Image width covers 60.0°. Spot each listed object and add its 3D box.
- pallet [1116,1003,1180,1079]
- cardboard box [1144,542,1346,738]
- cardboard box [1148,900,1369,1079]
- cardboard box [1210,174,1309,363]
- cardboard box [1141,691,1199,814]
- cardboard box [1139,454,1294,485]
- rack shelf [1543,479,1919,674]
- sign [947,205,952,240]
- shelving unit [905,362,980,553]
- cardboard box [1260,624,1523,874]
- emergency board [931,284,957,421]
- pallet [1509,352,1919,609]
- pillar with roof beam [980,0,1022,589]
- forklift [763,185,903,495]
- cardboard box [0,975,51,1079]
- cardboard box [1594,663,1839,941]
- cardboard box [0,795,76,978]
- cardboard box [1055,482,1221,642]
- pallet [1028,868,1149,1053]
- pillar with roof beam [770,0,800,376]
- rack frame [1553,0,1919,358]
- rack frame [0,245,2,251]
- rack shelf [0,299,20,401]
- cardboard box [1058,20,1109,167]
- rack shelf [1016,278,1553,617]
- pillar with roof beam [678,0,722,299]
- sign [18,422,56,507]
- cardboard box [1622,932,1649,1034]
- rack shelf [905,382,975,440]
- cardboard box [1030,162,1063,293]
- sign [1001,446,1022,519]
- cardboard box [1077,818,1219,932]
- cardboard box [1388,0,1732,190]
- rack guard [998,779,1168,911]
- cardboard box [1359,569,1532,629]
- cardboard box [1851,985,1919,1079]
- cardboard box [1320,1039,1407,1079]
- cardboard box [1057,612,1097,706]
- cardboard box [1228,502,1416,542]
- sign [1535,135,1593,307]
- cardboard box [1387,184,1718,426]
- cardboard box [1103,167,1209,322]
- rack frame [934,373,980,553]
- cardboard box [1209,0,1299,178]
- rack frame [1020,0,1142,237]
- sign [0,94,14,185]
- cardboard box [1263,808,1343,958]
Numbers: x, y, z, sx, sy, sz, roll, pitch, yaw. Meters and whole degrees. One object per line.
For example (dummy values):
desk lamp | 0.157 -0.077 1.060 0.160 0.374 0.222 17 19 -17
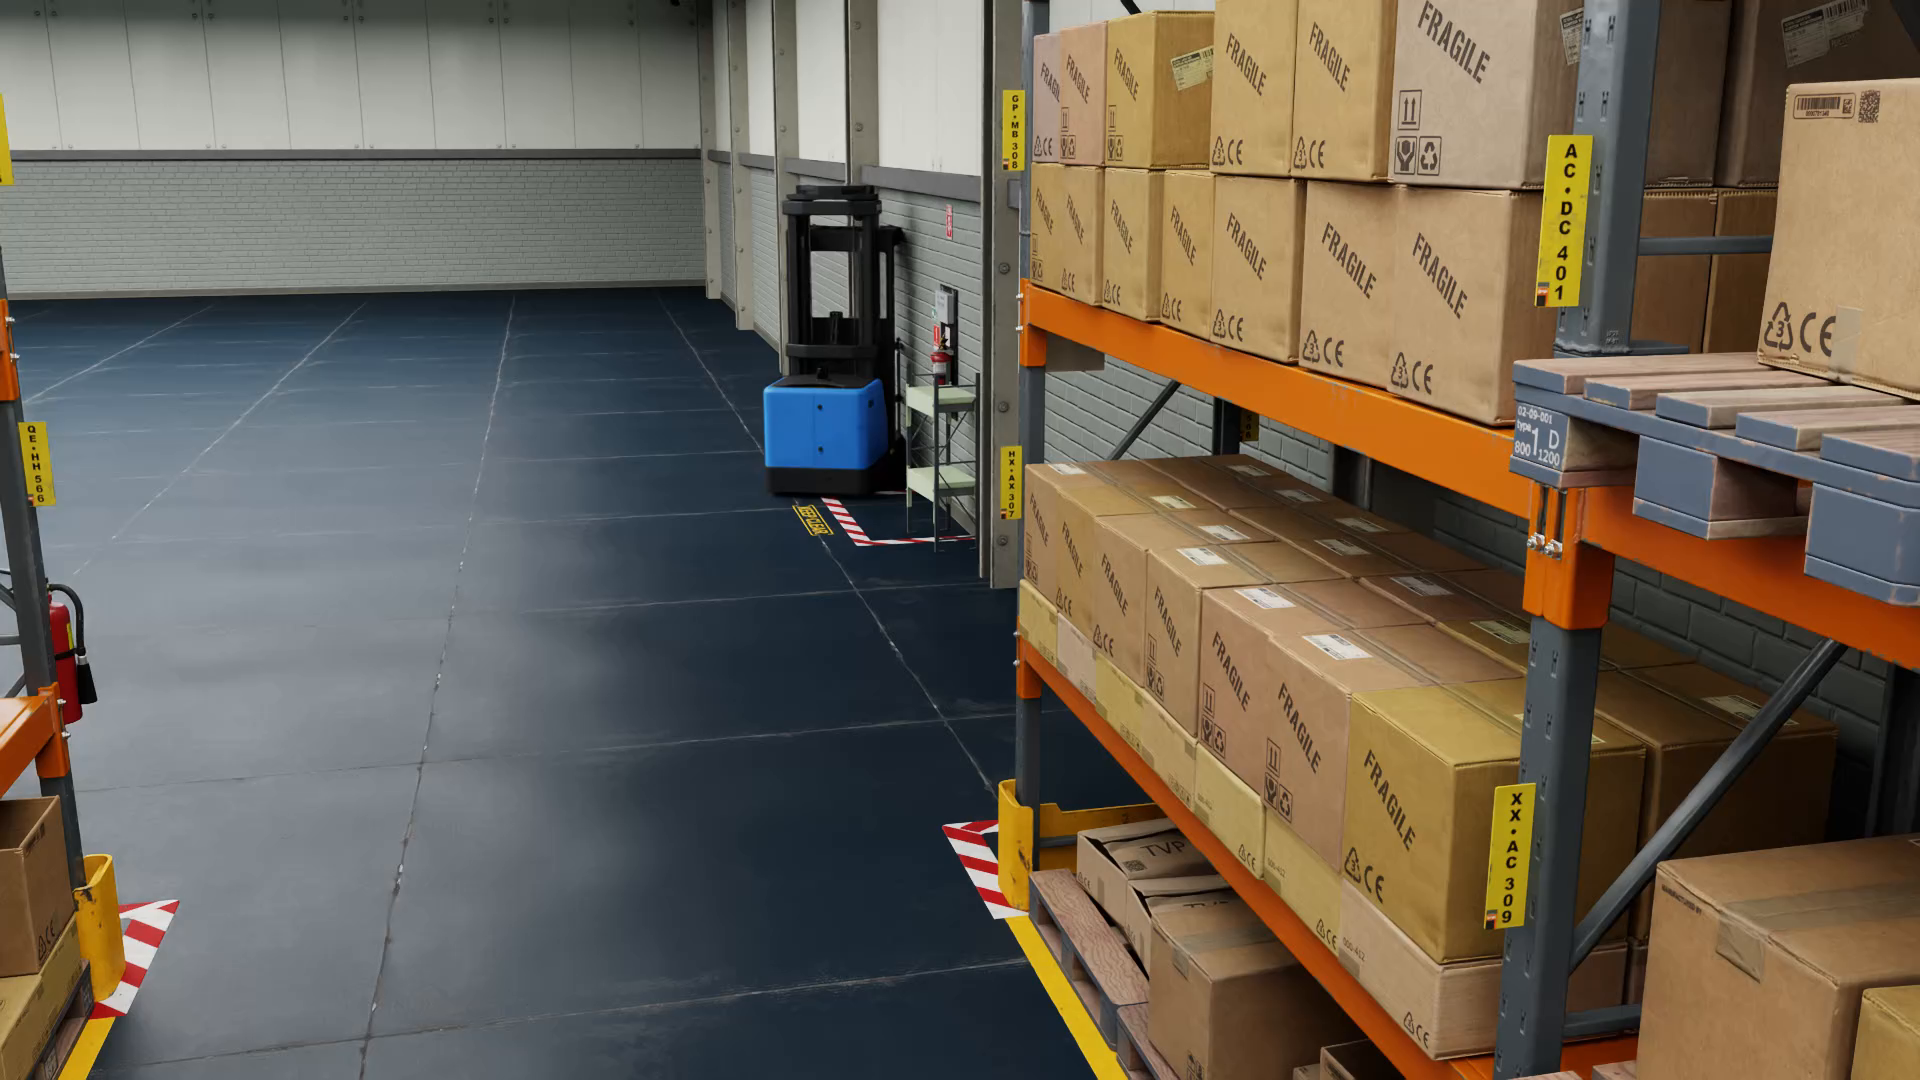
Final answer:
pallet | 1.213 1.981 5.874 1.003 0.211 1.213 -3 14 -13
cardboard box | 0.931 0.317 5.504 0.500 0.500 0.500 -3 14 -11
cardboard box | 1.089 1.607 5.868 0.700 0.500 0.500 -4 14 -17
cardboard box | 1.063 -0.800 4.808 0.500 0.500 0.500 -4 14 -15
cardboard box | 0.928 0.686 5.575 0.500 0.250 0.500 -3 14 -13
cardboard box | 1.073 -0.066 7.070 0.500 0.500 0.500 -3 14 -14
rack shelf | 2.165 0.415 1.604 1.077 0.370 4.000 -3 14 -13
sign | -0.096 -2.838 14.839 0.001 0.298 0.199 -3 14 -13
shelving unit | -0.149 -0.724 14.229 0.431 1.500 0.755 -5 15 -19
cardboard box | 1.161 0.554 4.535 0.500 0.500 0.500 -3 14 -14
emergency board | -0.191 -1.705 15.084 0.194 1.169 0.643 -3 14 -13
pallet | 1.737 -0.156 2.822 1.213 0.211 1.003 -3 14 -13
pillar with roof beam | -3.832 -3.807 11.048 9.100 9.000 0.400 -3 14 -13
forklift | -1.165 -2.161 17.095 1.130 2.935 3.031 2 14 8
cardboard box | -3.516 1.769 5.774 0.500 0.250 0.500 -3 14 -13
cardboard box | 1.788 0.640 4.181 0.500 0.500 0.500 -4 14 -14
cardboard box | -3.643 1.290 6.155 0.500 0.500 0.500 -3 14 -13
cardboard box | 0.683 0.079 6.478 0.500 0.500 0.500 -3 14 -13
pallet | 0.930 1.700 7.024 1.003 0.211 1.213 -3 14 -13
pillar with roof beam | -6.651 -6.575 22.379 9.100 9.000 0.400 -3 14 -13
rack frame | 1.696 -1.853 3.051 1.000 3.000 0.127 -3 14 -13
rack frame | -4.058 -2.499 5.694 1.000 3.000 0.127 -3 14 -13
rack shelf | -3.588 -0.231 4.247 1.077 0.370 4.000 -3 14 -13
cardboard box | 0.679 -1.642 6.147 0.500 0.500 0.500 -3 14 -14
rack shelf | 1.226 -0.508 5.381 1.077 0.370 4.000 -3 14 -13
pillar with roof beam | -9.469 -9.343 33.710 9.100 9.000 0.548 -3 14 -13
sign | -3.527 -0.289 6.351 0.100 0.325 0.005 -3 14 -13
cardboard box | 1.794 1.004 4.271 0.500 0.250 0.500 -3 14 -13
rack shelf | -0.149 -1.103 14.136 0.431 0.370 0.720 -5 15 -19
cardboard box | 0.592 -1.286 6.797 0.500 0.500 0.500 -3 14 -12
sign | 0.229 -0.252 7.313 0.100 0.325 0.005 -3 14 -13
cardboard box | 0.831 1.396 7.133 0.500 0.311 0.500 -5 15 -20
cardboard box | 1.314 -1.040 3.685 0.500 0.500 0.500 -5 14 -18
rack guard | 0.774 1.370 7.765 1.175 0.500 0.348 -3 14 -13
cardboard box | 1.559 0.405 5.142 0.500 0.500 0.500 -3 14 -12
cardboard box | 1.906 1.048 2.681 0.700 0.500 0.500 -2 14 -7
cardboard box | 1.413 1.825 4.978 0.500 0.500 0.500 -4 14 -17
cardboard box | 0.698 0.451 6.535 0.500 0.250 0.500 -4 14 -15
cardboard box | 1.308 0.170 6.105 0.500 0.500 0.500 -4 14 -15
sign | 1.170 -0.615 3.214 0.100 0.325 0.005 -3 14 -13
cardboard box | 1.336 -0.557 3.815 0.500 0.500 0.500 -3 14 -12
cardboard box | 0.809 -1.040 5.792 0.500 0.500 0.500 -3 14 -11
rack frame | -0.023 -0.642 13.895 0.400 1.500 0.023 -5 15 -19
cardboard box | 1.043 -1.286 4.691 0.500 0.500 0.500 -4 14 -15
rack frame | 0.756 -2.776 6.828 1.000 3.000 0.127 -3 14 -13
sign | -3.527 -1.460 6.065 0.100 0.325 0.005 -3 14 -13
cardboard box | 1.181 0.917 4.629 0.500 0.250 0.500 -3 14 -13
